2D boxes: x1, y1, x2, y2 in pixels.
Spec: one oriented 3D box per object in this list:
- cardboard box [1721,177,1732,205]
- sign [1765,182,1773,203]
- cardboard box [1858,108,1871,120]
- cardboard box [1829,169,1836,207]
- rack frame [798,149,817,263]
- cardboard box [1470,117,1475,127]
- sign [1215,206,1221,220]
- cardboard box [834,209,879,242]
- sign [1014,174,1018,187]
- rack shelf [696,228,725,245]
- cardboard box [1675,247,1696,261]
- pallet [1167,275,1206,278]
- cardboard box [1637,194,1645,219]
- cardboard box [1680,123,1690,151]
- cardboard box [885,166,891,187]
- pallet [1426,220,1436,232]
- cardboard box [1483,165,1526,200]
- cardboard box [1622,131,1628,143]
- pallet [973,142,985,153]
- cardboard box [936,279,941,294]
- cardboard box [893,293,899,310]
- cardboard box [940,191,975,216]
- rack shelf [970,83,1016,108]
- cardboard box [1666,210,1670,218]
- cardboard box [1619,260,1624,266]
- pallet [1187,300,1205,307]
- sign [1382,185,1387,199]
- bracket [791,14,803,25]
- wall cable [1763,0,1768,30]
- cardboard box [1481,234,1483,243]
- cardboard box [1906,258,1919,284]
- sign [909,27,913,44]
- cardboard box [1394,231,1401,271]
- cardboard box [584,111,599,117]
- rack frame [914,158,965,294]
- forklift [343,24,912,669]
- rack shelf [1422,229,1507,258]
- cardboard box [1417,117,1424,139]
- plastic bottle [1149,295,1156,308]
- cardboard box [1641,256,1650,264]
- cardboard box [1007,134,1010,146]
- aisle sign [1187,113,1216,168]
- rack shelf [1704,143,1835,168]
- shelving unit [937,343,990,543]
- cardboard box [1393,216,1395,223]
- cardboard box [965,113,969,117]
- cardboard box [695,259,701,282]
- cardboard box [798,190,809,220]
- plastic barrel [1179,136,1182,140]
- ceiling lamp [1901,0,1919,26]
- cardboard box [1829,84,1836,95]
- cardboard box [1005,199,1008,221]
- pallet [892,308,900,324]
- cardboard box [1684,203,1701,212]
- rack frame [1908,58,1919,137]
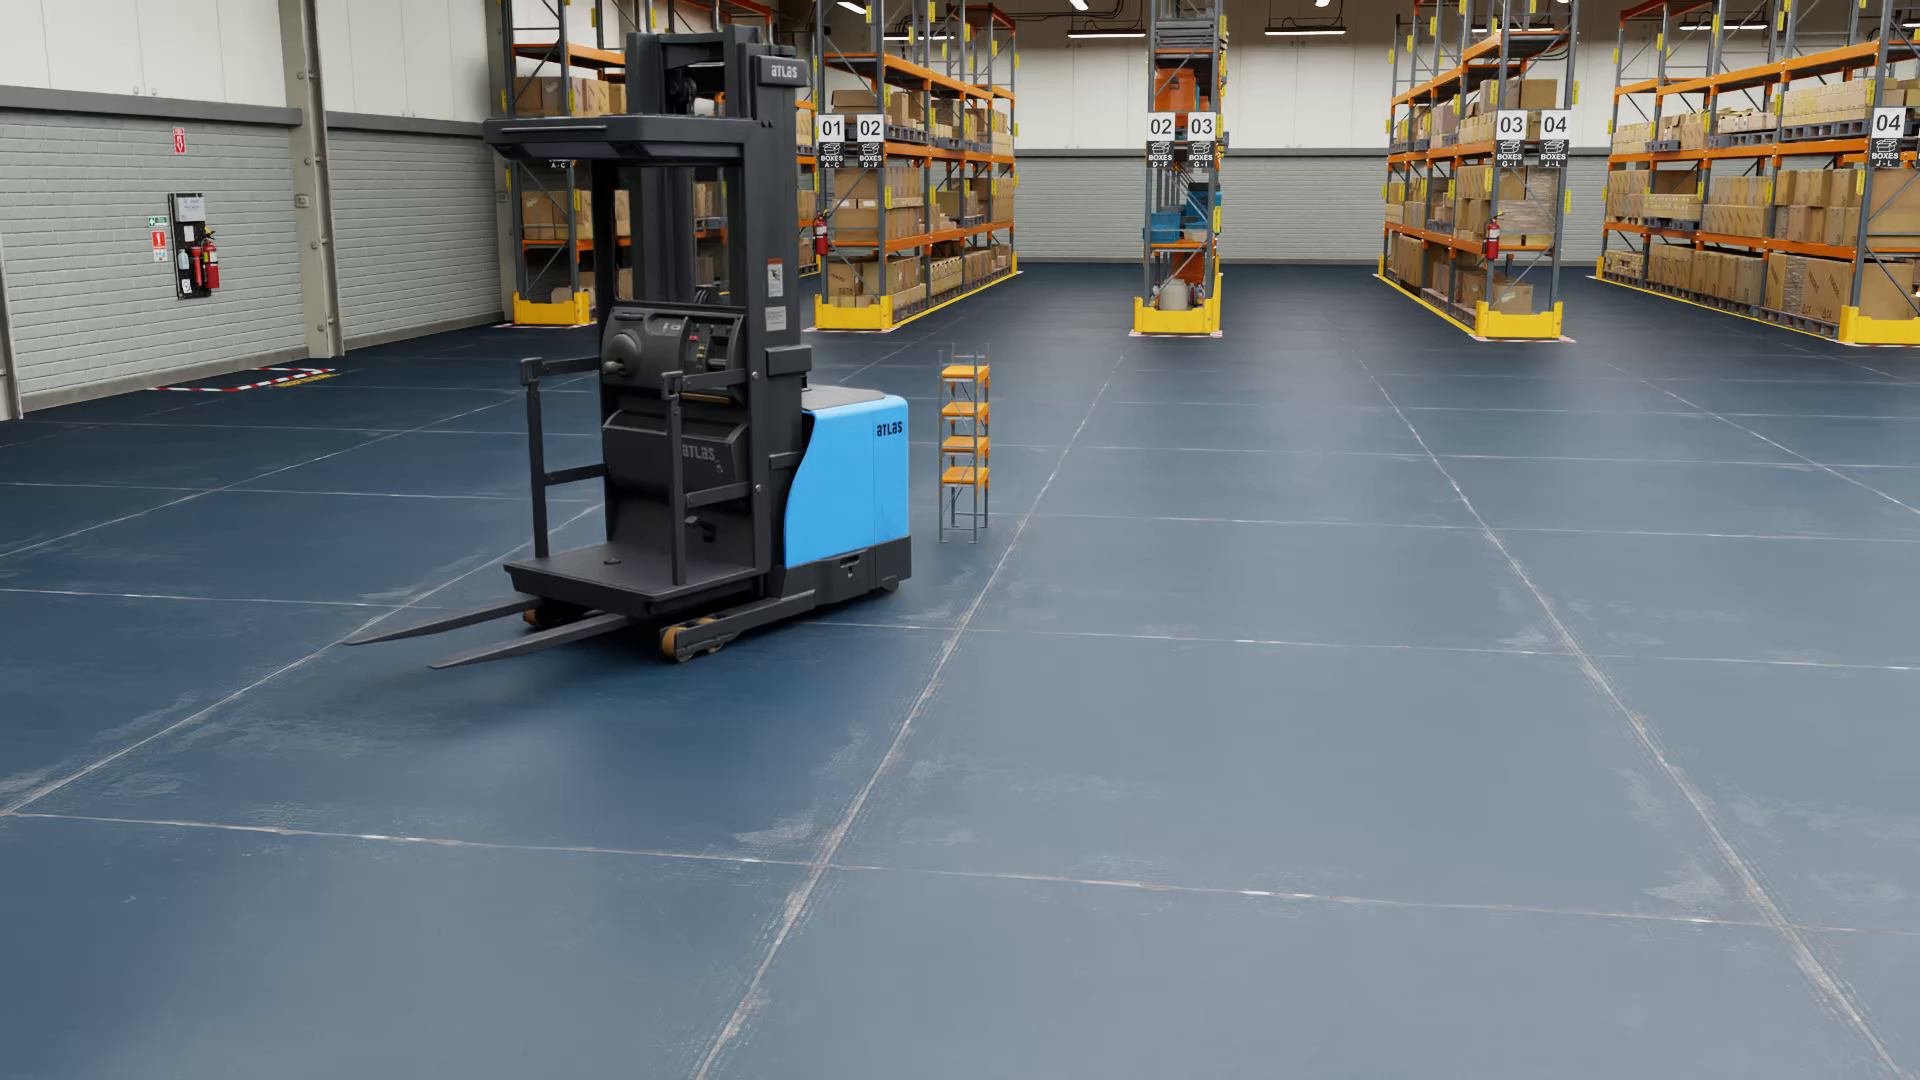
[{"bbox_3d":[14.106,-6.260,29.809,0.700,0.500,0.500,2,12,8],"label":"cardboard box"},{"bbox_3d":[13.109,-5.631,26.941,0.100,0.325,0.005,2,12,9],"label":"sign"},{"bbox_3d":[12.747,-5.933,23.146,0.380,0.149,0.250,2,12,9],"label":"cardboard box"},{"bbox_3d":[13.340,-5.162,24.407,0.875,0.550,0.550,2,12,9],"label":"cardboard box"},{"bbox_3d":[-4.077,-8.249,41.651,1.000,3.000,0.127,2,12,9],"label":"rack frame"},{"bbox_3d":[8.248,-6.581,26.202,0.380,0.149,0.250,2,12,8],"label":"cardboard box"},{"bbox_3d":[4.409,-5.545,28.447,0.100,0.325,0.005,2,12,9],"label":"sign"},{"bbox_3d":[-1.558,-4.904,25.893,0.700,0.500,0.500,2,12,9],"label":"cardboard box"},{"bbox_3d":[1.364,-8.788,40.651,0.100,0.325,0.005,2,12,9],"label":"sign"},{"bbox_3d":[-5.615,-5.816,32.067,1.077,0.370,4.000,2,12,9],"label":"rack shelf"},{"bbox_3d":[14.174,-5.527,32.175,0.500,0.250,0.500,2,12,9],"label":"cardboard box"},{"bbox_3d":[4.937,-5.573,35.852,1.003,0.211,1.213,2,12,9],"label":"pallet"},{"bbox_3d":[14.672,-7.057,35.177,0.500,0.500,0.500,2,12,9],"label":"cardboard box"},{"bbox_3d":[14.243,-7.771,32.076,0.500,0.500,0.500,2,12,9],"label":"cardboard box"},{"bbox_3d":[-1.474,-5.659,26.316,0.700,0.500,0.500,2,12,7],"label":"cardboard box"},{"bbox_3d":[9.372,-5.857,31.005,1.213,0.211,1.003,2,12,9],"label":"pallet"},{"bbox_3d":[7.986,-5.243,24.383,0.500,0.500,0.500,2,12,9],"label":"cardboard box"},{"bbox_3d":[14.999,-8.927,36.845,0.500,0.250,0.500,2,12,9],"label":"cardboard box"},{"bbox_3d":[-0.123,-8.282,35.128,1.213,0.211,1.003,2,12,9],"label":"pallet"},{"bbox_3d":[-0.640,-4.635,30.410,0.500,0.250,0.500,2,12,10],"label":"cardboard box"},{"bbox_3d":[-1.267,-3.828,26.668,0.500,0.250,0.500,2,12,9],"label":"cardboard box"},{"bbox_3d":[-0.097,-6.997,34.607,0.700,0.500,0.500,4,13,19],"label":"cardboard box"},{"bbox_3d":[0.511,-10.252,38.422,1.077,0.370,4.000,2,12,9],"label":"rack shelf"},{"bbox_3d":[14.086,-6.387,32.612,0.380,0.149,0.250,2,12,10],"label":"cardboard box"},{"bbox_3d":[15.016,-6.225,37.323,0.380,0.149,0.250,1,12,6],"label":"cardboard box"},{"bbox_3d":[3.722,-3.929,28.221,1.003,0.211,1.213,2,12,9],"label":"pallet"},{"bbox_3d":[10.059,-8.249,39.406,0.100,0.325,0.005,2,12,9],"label":"sign"},{"bbox_3d":[-4.229,-13.434,42.923,0.235,0.232,0.430,2,12,9],"label":"bracket"},{"bbox_3d":[19.465,-14.555,42.429,2.355,3.000,0.029,2,12,9],"label":"wall cable"},{"bbox_3d":[8.066,-4.537,25.024,0.380,0.149,0.250,2,12,9],"label":"cardboard box"},{"bbox_3d":[19.767,-5.649,33.631,0.875,0.875,0.875,2,12,10],"label":"cardboard box"},{"bbox_3d":[-0.950,-9.868,32.515,0.100,0.325,0.005,2,12,9],"label":"sign"},{"bbox_3d":[10.447,-6.609,38.087,0.875,0.875,0.875,2,12,9],"label":"cardboard box"},{"bbox_3d":[-6.121,-6.616,26.666,0.500,0.500,0.500,3,12,12],"label":"cardboard box"},{"bbox_3d":[-0.412,-6.424,33.182,1.000,3.000,0.127,2,12,9],"label":"rack frame"},{"bbox_3d":[-1.554,-0.977,8.069,1.130,2.935,3.031,9,15,36],"label":"forklift"},{"bbox_3d":[9.068,-5.334,29.833,1.077,0.370,4.000,2,12,9],"label":"rack shelf"},{"bbox_3d":[9.912,-8.534,34.620,0.700,0.500,0.500,2,12,10],"label":"cardboard box"},{"bbox_3d":[3.101,-3.841,26.795,0.097,0.201,0.097,0,12,0],"label":"plastic bottle"},{"bbox_3d":[14.674,-5.938,35.286,0.380,0.149,0.250,2,12,10],"label":"cardboard box"},{"bbox_3d":[0.915,-9.507,39.539,0.500,0.250,0.500,2,12,9],"label":"cardboard box"},{"bbox_3d":[3.530,-5.844,24.319,0.394,0.787,0.004,2,12,9],"label":"aisle sign"},{"bbox_3d":[13.954,-6.619,28.674,1.077,0.370,4.000,2,12,9],"label":"rack shelf"},{"bbox_3d":[0.025,-0.621,10.527,0.258,1.200,0.503,2,12,9],"label":"shelving unit"},{"bbox_3d":[9.952,-7.207,37.410,0.380,0.149,0.250,2,12,10],"label":"cardboard box"},{"bbox_3d":[-0.149,-8.646,34.900,0.600,0.600,0.600,1,12,6],"label":"cardboard box"},{"bbox_3d":[-5.561,-5.322,32.957,0.700,0.500,0.500,2,12,9],"label":"cardboard box"},{"bbox_3d":[-4.246,-8.137,40.420,0.980,0.700,0.700,2,12,8],"label":"cardboard box"},{"bbox_3d":[3.731,-7.254,28.725,0.600,0.901,0.708,2,12,9],"label":"plastic barrel"},{"bbox_3d":[23.415,-13.706,38.876,2.000,3.185,0.800,2,12,9],"label":"ceiling lamp"},{"bbox_3d":[12.943,-6.588,24.294,0.380,0.149,0.250,2,12,8],"label":"cardboard box"},{"bbox_3d":[0.860,-7.824,39.443,0.500,0.500,0.500,2,12,9],"label":"cardboard box"},{"bbox_3d":[-1.566,-3.556,26.493,1.003,0.211,1.213,2,12,9],"label":"pallet"},{"bbox_3d":[13.887,-6.266,31.342,0.380,0.149,0.250,2,12,10],"label":"cardboard box"},{"bbox_3d":[19.783,-9.547,33.431,1.000,3.000,0.127,2,12,9],"label":"rack frame"}]
